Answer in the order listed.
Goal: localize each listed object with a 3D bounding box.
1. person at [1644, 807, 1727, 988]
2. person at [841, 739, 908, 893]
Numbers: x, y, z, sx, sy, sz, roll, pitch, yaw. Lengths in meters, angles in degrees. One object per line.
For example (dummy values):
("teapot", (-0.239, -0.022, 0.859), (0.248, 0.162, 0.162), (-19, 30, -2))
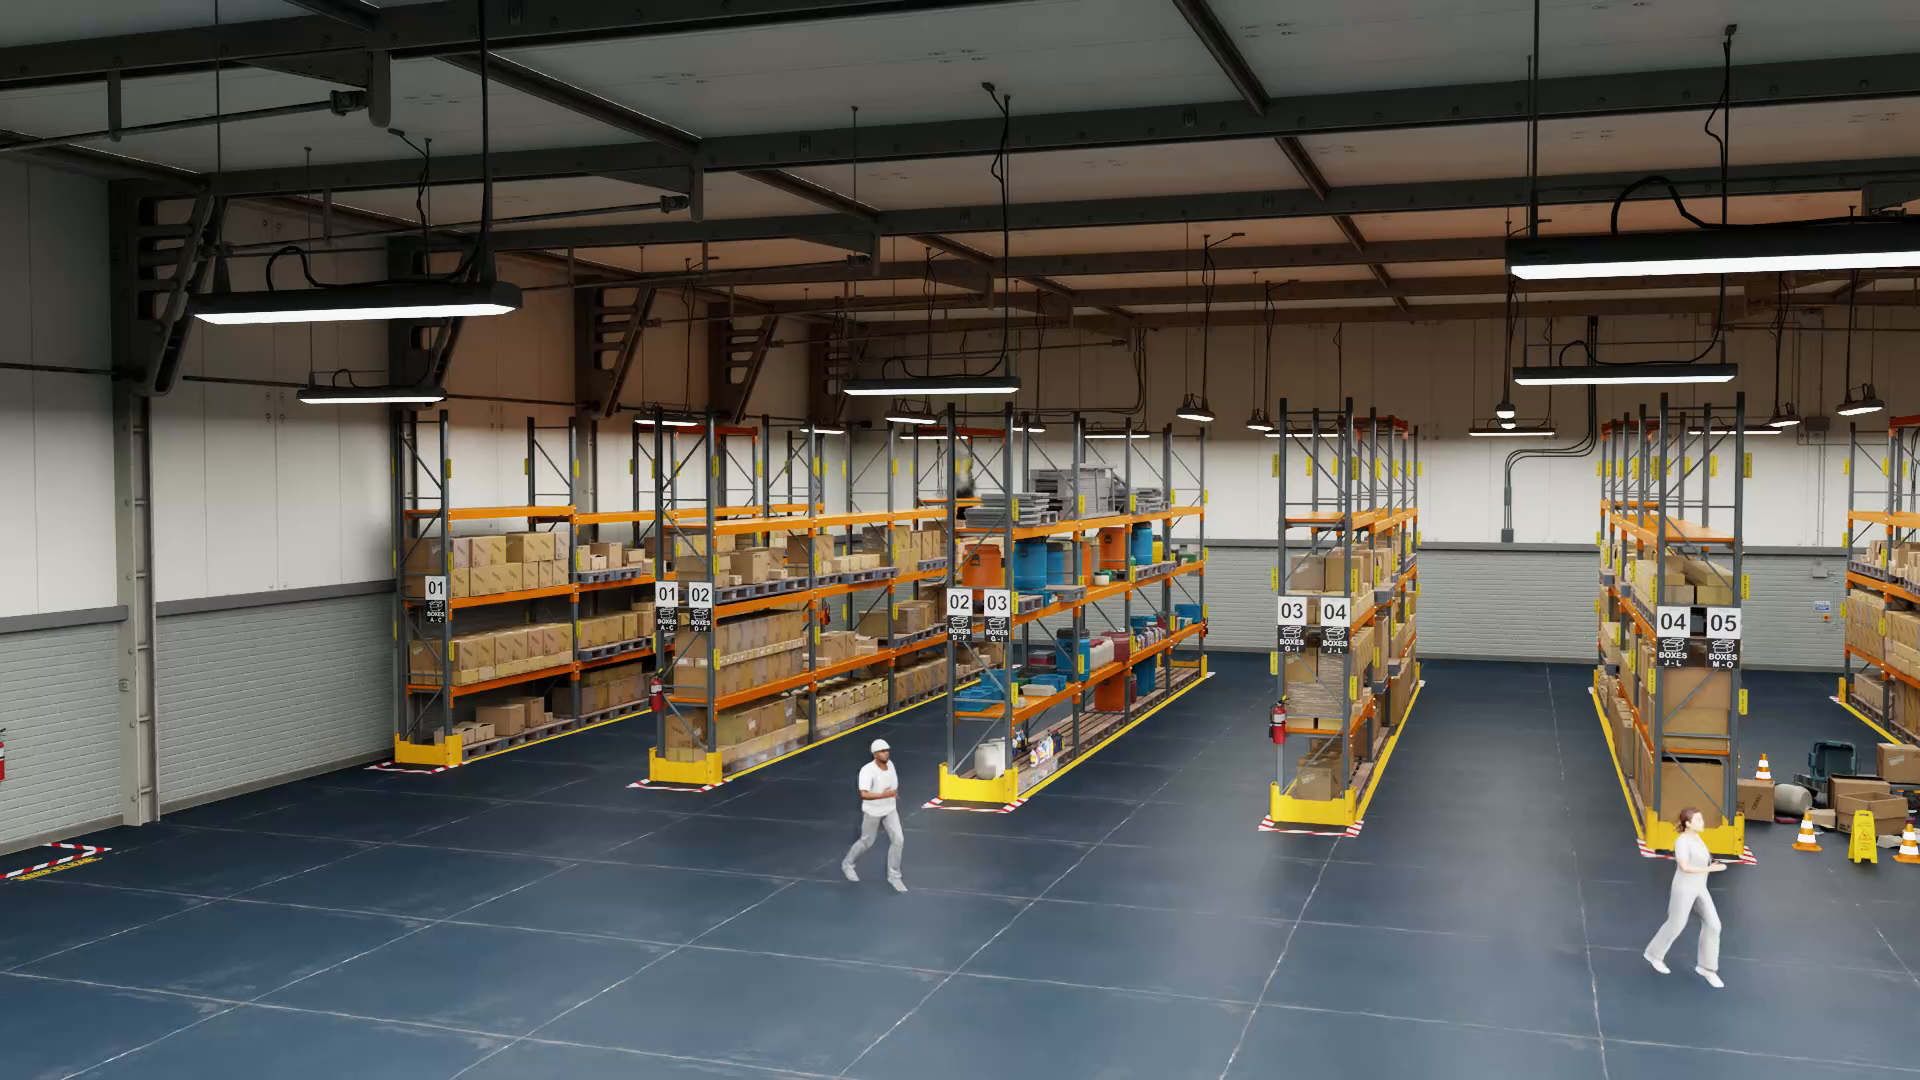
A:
("person", (7.090, 3.463, 16.242), (0.554, 1.737, 0.797), (-2, 3, -38))
("person", (-0.995, 3.267, 19.855), (0.911, 1.812, 0.711), (2, 3, 44))
